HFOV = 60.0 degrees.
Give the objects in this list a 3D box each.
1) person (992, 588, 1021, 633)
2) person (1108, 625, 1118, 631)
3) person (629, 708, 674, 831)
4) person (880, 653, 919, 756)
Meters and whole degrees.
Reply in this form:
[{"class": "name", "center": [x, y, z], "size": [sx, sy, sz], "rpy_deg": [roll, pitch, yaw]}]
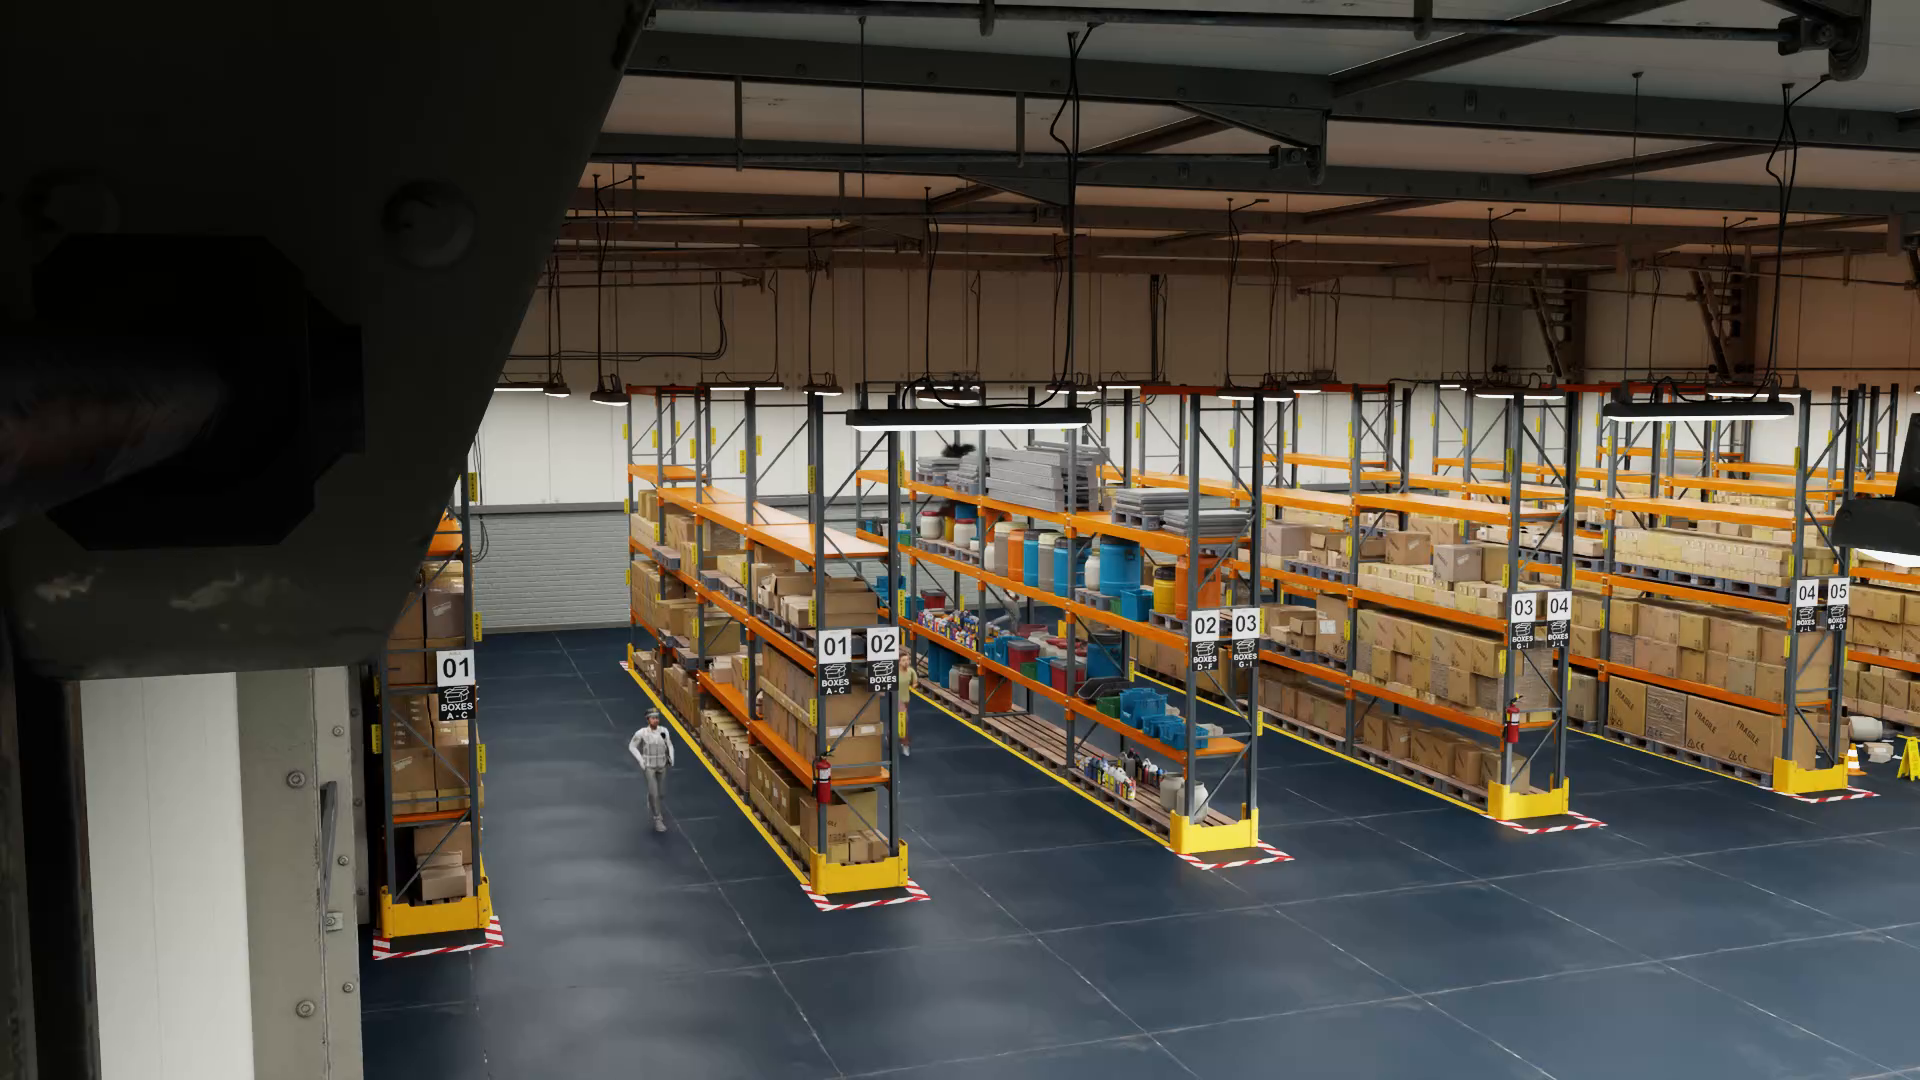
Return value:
[{"class": "person", "center": [1.152, 1.439, 39.415], "size": [0.702, 1.683, 0.590], "rpy_deg": [0, 6, -1]}, {"class": "person", "center": [2.767, 2.340, 30.196], "size": [0.656, 1.744, 0.954], "rpy_deg": [-3, 7, -29]}, {"class": "person", "center": [-4.253, 3.140, 23.033], "size": [0.618, 1.684, 0.739], "rpy_deg": [-3, 7, -29]}, {"class": "person", "center": [-1.002, 2.678, 27.430], "size": [0.599, 1.691, 0.816], "rpy_deg": [-3, 7, -29]}]
